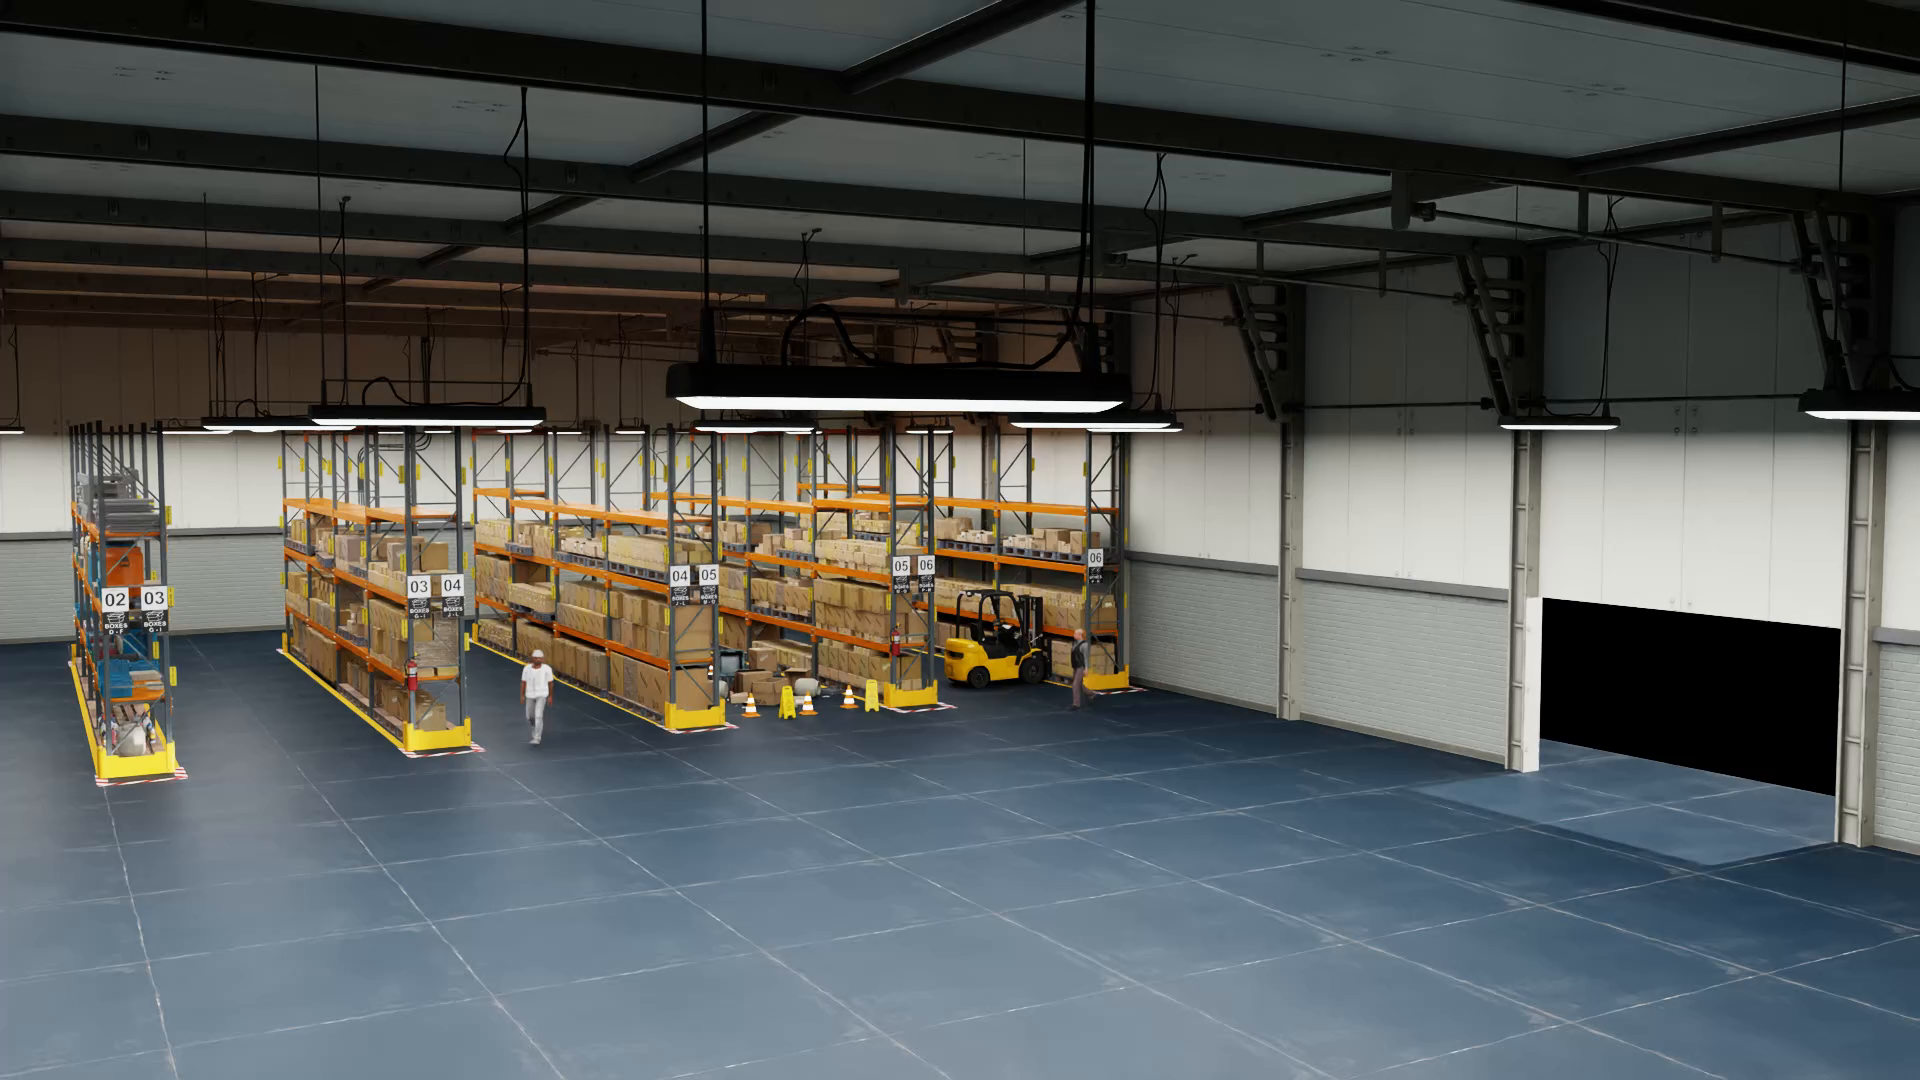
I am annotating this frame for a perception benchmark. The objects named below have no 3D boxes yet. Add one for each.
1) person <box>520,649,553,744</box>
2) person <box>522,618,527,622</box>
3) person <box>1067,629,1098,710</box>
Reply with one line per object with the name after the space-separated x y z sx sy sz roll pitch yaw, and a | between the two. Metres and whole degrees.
-7.928 2.924 31.136 0.583 1.749 0.882 0 4 5 | person
-13.164 1.757 50.357 0.541 1.701 0.888 1 4 10 | person
2.574 2.711 35.031 0.792 1.705 0.597 -1 4 -18 | person
